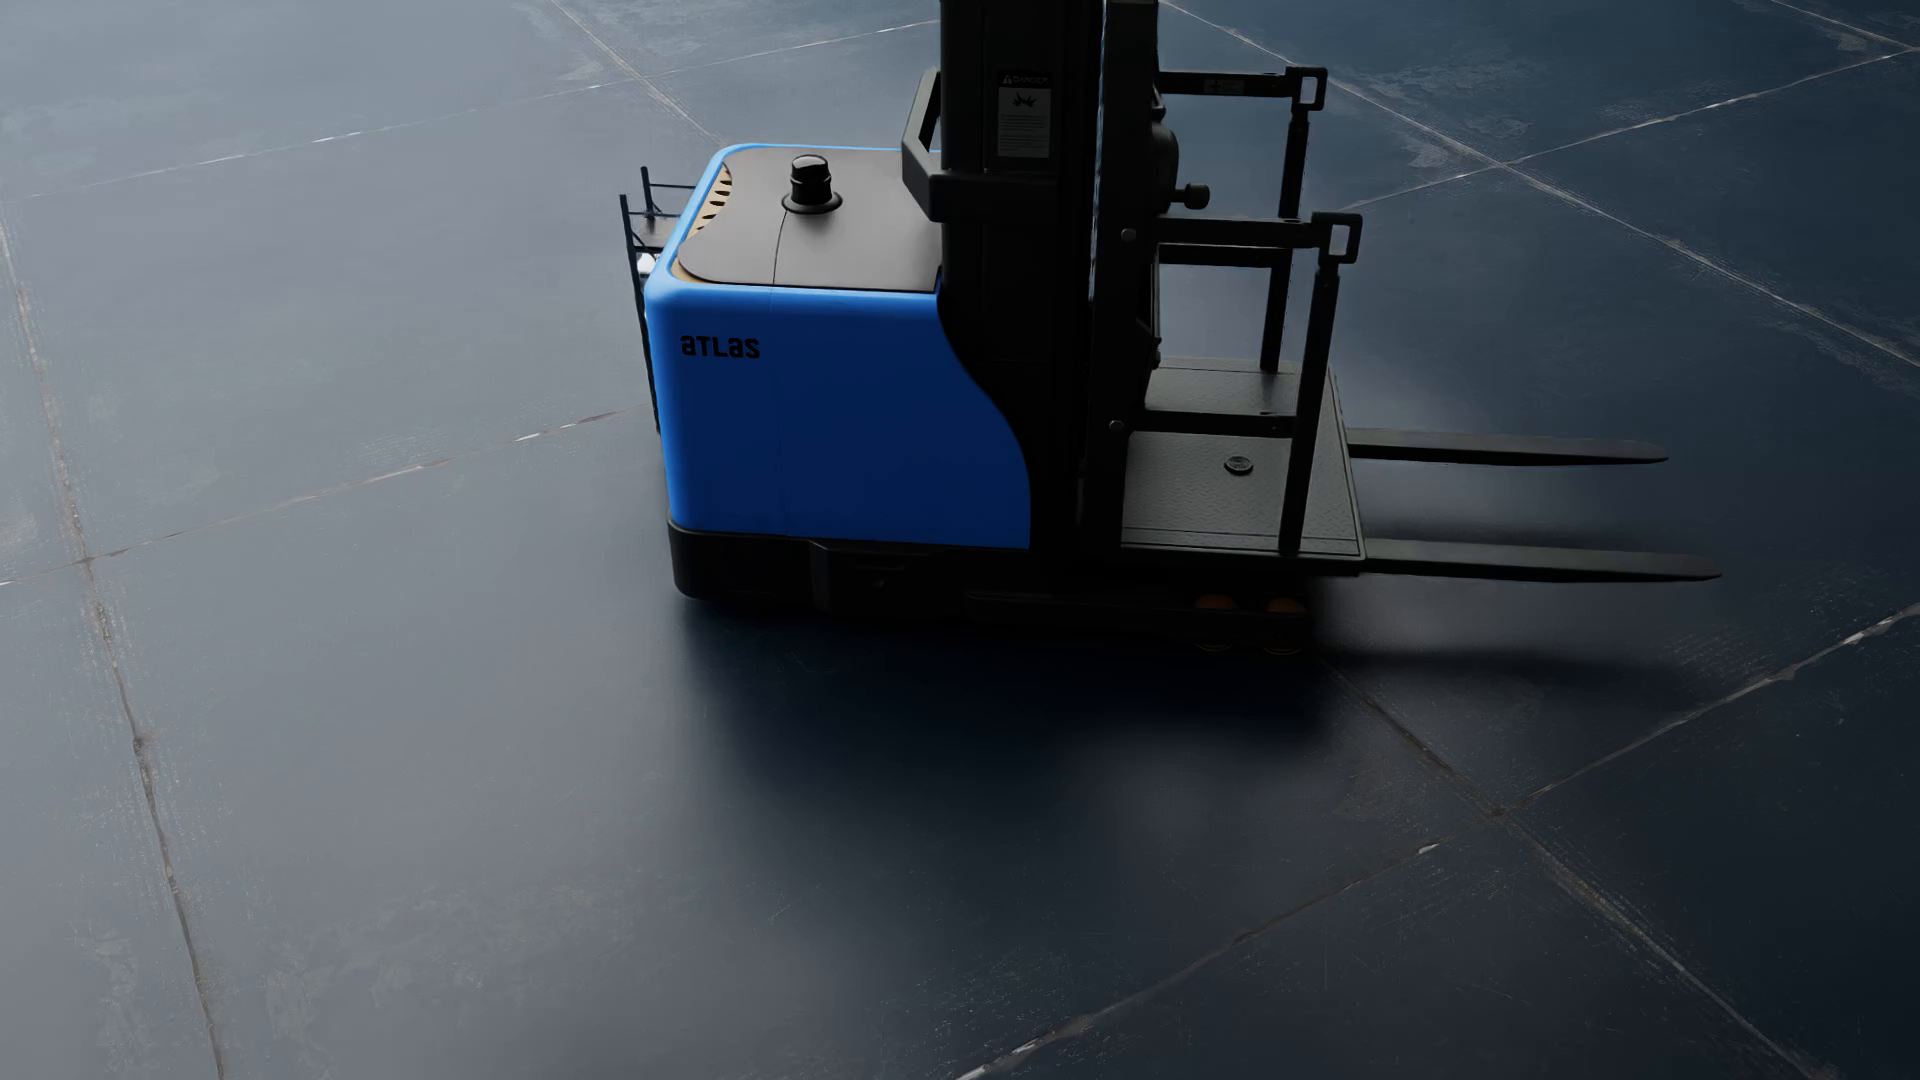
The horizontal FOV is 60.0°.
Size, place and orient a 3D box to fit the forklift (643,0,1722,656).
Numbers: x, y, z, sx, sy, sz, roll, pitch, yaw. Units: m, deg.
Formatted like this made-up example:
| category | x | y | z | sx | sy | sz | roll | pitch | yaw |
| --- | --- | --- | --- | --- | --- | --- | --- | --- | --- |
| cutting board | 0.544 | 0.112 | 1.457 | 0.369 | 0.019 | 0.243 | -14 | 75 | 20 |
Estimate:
| category | x | y | z | sx | sy | sz | roll | pitch | yaw |
| --- | --- | --- | --- | --- | --- | --- | --- | --- | --- |
| forklift | 0.694 | -1.181 | 4.381 | 3.031 | 2.935 | 1.130 | 3 | 36 | 4 |

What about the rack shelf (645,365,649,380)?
| category | x | y | z | sx | sy | sz | roll | pitch | yaw |
| --- | --- | --- | --- | --- | --- | --- | --- | --- | --- |
| rack shelf | -0.915 | -0.606 | 5.670 | 0.258 | 0.077 | 0.200 | 5 | 38 | 9 |

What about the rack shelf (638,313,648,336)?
| category | x | y | z | sx | sy | sz | roll | pitch | yaw |
| --- | --- | --- | --- | --- | --- | --- | --- | --- | --- |
| rack shelf | -0.919 | -0.749 | 5.560 | 0.258 | 0.077 | 0.200 | 5 | 38 | 9 |

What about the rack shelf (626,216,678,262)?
| category | x | y | z | sx | sy | sz | roll | pitch | yaw |
| --- | --- | --- | --- | --- | --- | --- | --- | --- | --- |
| rack shelf | -0.925 | -0.963 | 5.395 | 0.258 | 0.077 | 0.200 | 5 | 38 | 9 |

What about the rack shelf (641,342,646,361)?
| category | x | y | z | sx | sy | sz | roll | pitch | yaw |
| --- | --- | --- | --- | --- | --- | --- | --- | --- | --- |
| rack shelf | -0.917 | -0.678 | 5.615 | 0.258 | 0.077 | 0.200 | 5 | 38 | 9 |

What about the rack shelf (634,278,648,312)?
| category | x | y | z | sx | sy | sz | roll | pitch | yaw |
| --- | --- | --- | --- | --- | --- | --- | --- | --- | --- |
| rack shelf | -0.921 | -0.820 | 5.505 | 0.258 | 0.077 | 0.200 | 5 | 38 | 9 |

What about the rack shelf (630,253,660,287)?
| category | x | y | z | sx | sy | sz | roll | pitch | yaw |
| --- | --- | --- | --- | --- | --- | --- | --- | --- | --- |
| rack shelf | -0.923 | -0.892 | 5.450 | 0.258 | 0.077 | 0.200 | 5 | 38 | 9 |

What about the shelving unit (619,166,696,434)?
| category | x | y | z | sx | sy | sz | roll | pitch | yaw |
| --- | --- | --- | --- | --- | --- | --- | --- | --- | --- |
| shelving unit | -0.920 | -0.775 | 5.540 | 0.258 | 0.900 | 0.210 | 5 | 38 | 9 |

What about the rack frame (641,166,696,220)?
| category | x | y | z | sx | sy | sz | roll | pitch | yaw |
| --- | --- | --- | --- | --- | --- | --- | --- | --- | --- |
| rack frame | -0.901 | -0.837 | 5.619 | 0.240 | 0.900 | 0.006 | 5 | 38 | 9 |

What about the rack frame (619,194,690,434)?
| category | x | y | z | sx | sy | sz | roll | pitch | yaw |
| --- | --- | --- | --- | --- | --- | --- | --- | --- | --- |
| rack frame | -0.938 | -0.714 | 5.461 | 0.240 | 0.900 | 0.006 | 5 | 38 | 9 |
